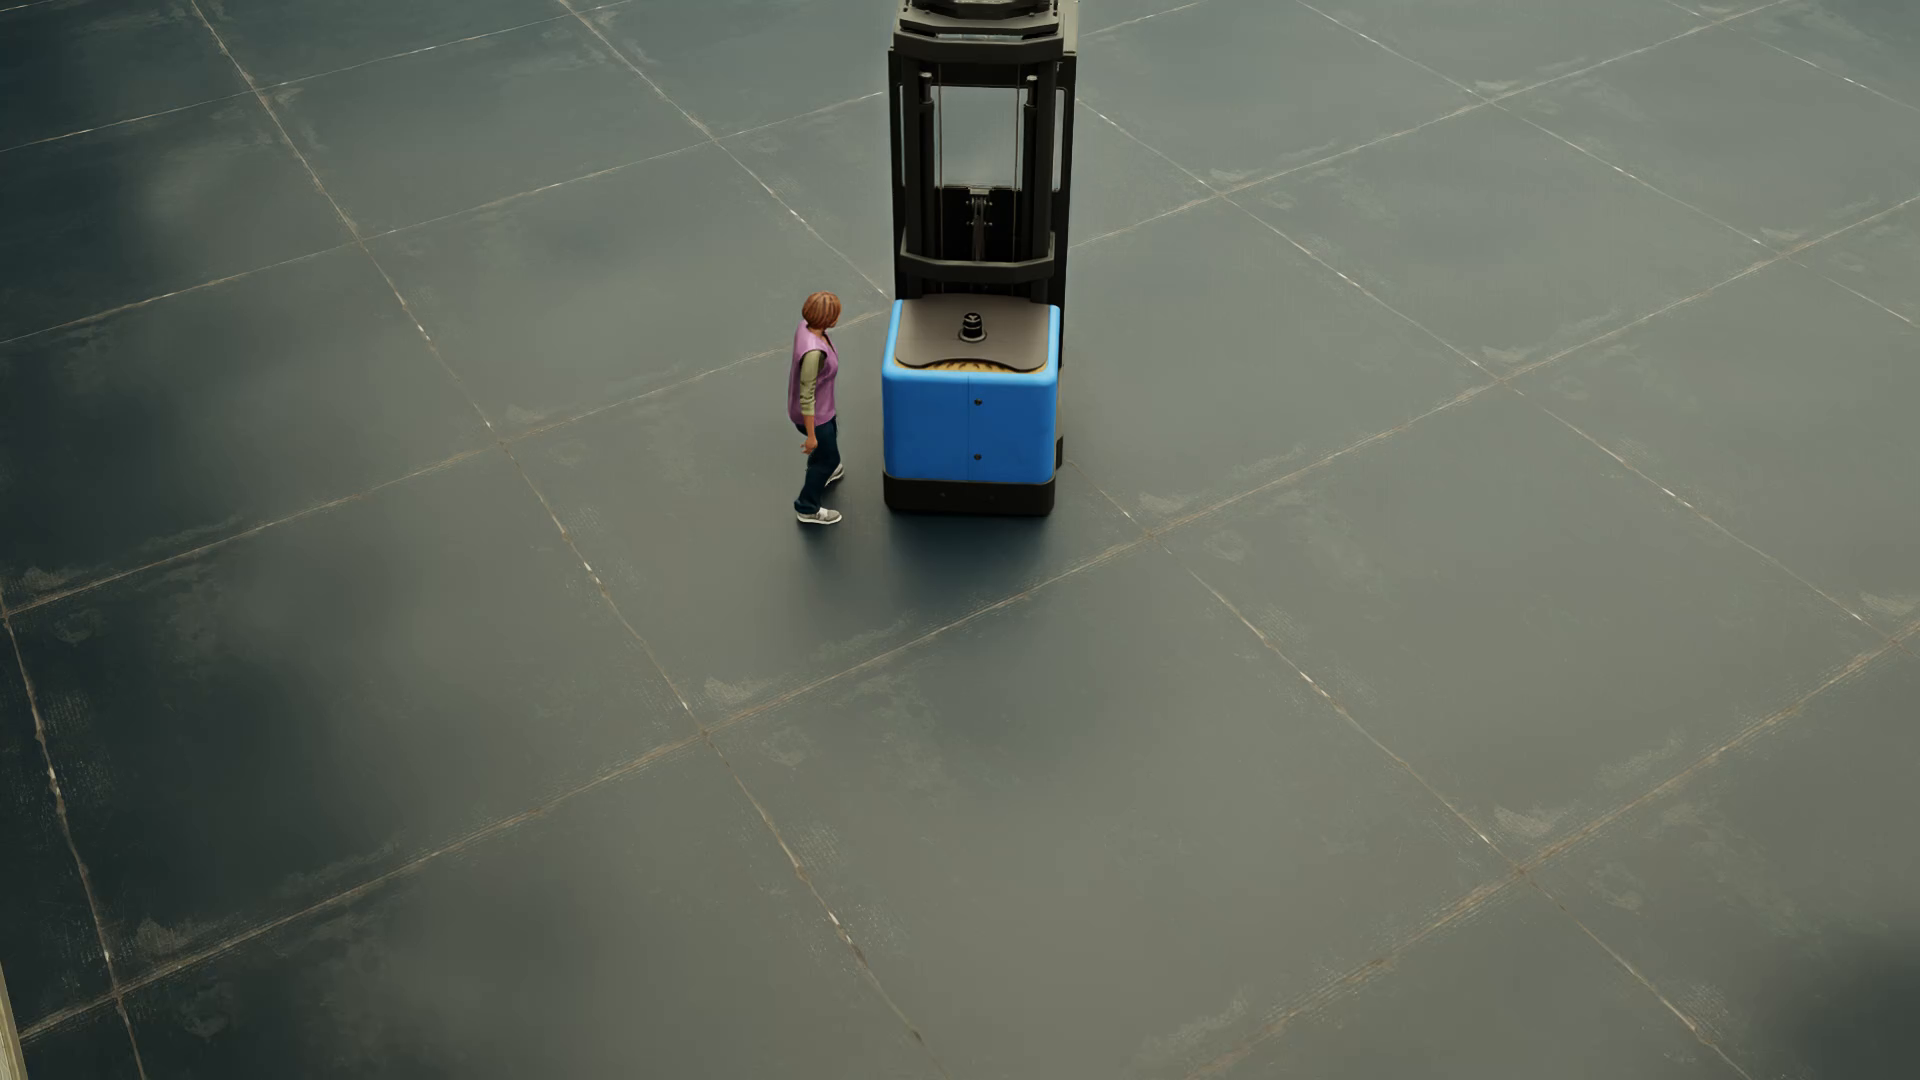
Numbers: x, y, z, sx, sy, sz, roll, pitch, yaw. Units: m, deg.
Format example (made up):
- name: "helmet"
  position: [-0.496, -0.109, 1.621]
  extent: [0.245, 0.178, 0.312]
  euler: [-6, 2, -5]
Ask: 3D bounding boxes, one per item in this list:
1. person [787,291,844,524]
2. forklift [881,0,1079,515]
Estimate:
- name: "person"
  position: [-0.850, -0.795, 9.822]
  extent: [0.362, 1.570, 0.708]
  euler: [-6, 42, -7]
- name: "forklift"
  position: [0.146, -2.214, 10.404]
  extent: [1.130, 2.935, 3.031]
  euler: [2, 41, 3]
